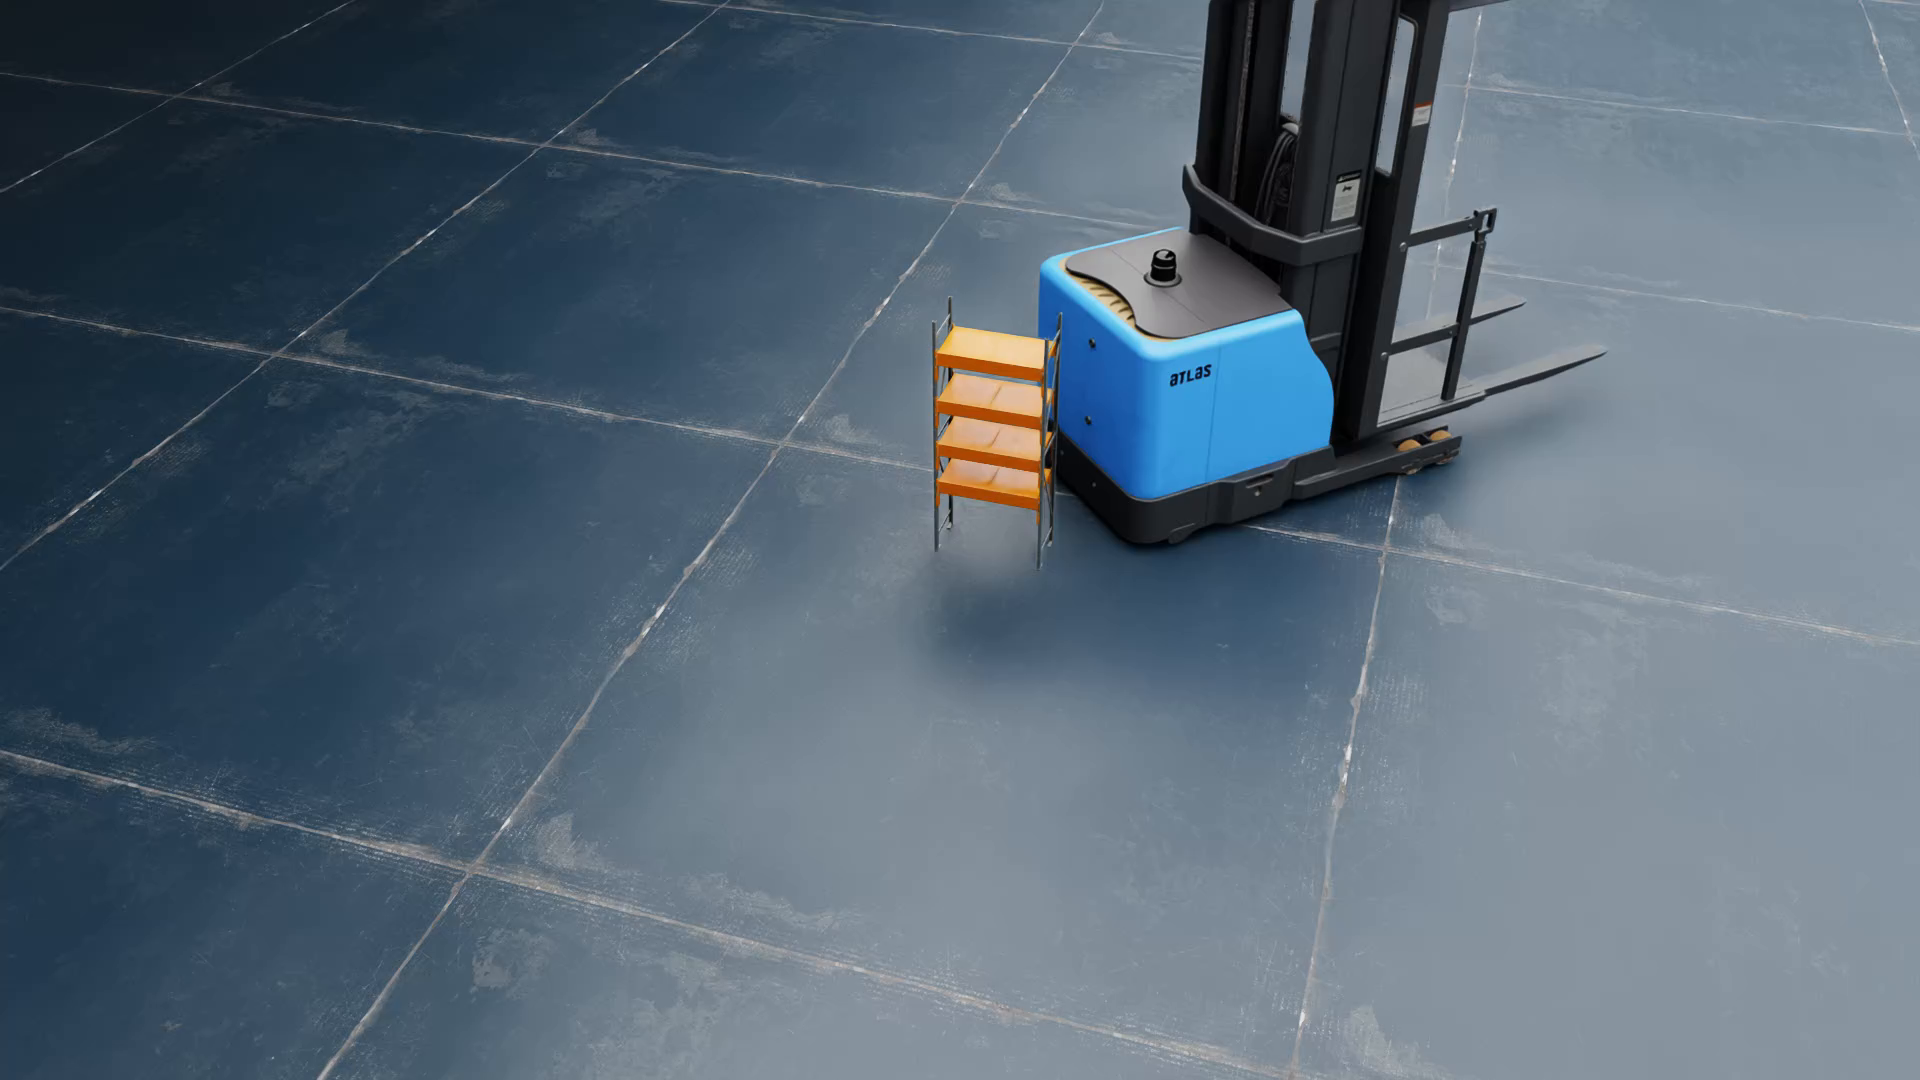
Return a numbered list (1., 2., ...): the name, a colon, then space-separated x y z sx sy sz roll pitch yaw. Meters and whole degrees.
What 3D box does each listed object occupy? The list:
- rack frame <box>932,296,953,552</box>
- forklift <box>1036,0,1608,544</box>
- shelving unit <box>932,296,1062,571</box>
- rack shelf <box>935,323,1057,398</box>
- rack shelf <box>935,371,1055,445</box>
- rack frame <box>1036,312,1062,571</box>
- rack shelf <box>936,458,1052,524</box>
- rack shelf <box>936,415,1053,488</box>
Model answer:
1. rack frame: -0.075 -0.497 7.413 0.015 1.200 0.240 10 38 14
2. forklift: 1.906 -1.766 7.677 3.031 2.935 1.130 -17 40 -21
3. shelving unit: 0.158 -0.454 7.355 0.503 1.200 0.258 10 38 14
4. rack shelf: 0.158 -0.770 7.122 0.480 0.148 0.258 10 38 14
5. rack shelf: 0.158 -0.580 7.262 0.480 0.148 0.258 10 38 14
6. rack frame: 0.391 -0.411 7.296 0.015 1.200 0.240 10 38 14
7. rack shelf: 0.158 -0.240 7.512 0.480 0.148 0.258 10 38 14
8. rack shelf: 0.158 -0.400 7.394 0.480 0.148 0.258 10 38 14
